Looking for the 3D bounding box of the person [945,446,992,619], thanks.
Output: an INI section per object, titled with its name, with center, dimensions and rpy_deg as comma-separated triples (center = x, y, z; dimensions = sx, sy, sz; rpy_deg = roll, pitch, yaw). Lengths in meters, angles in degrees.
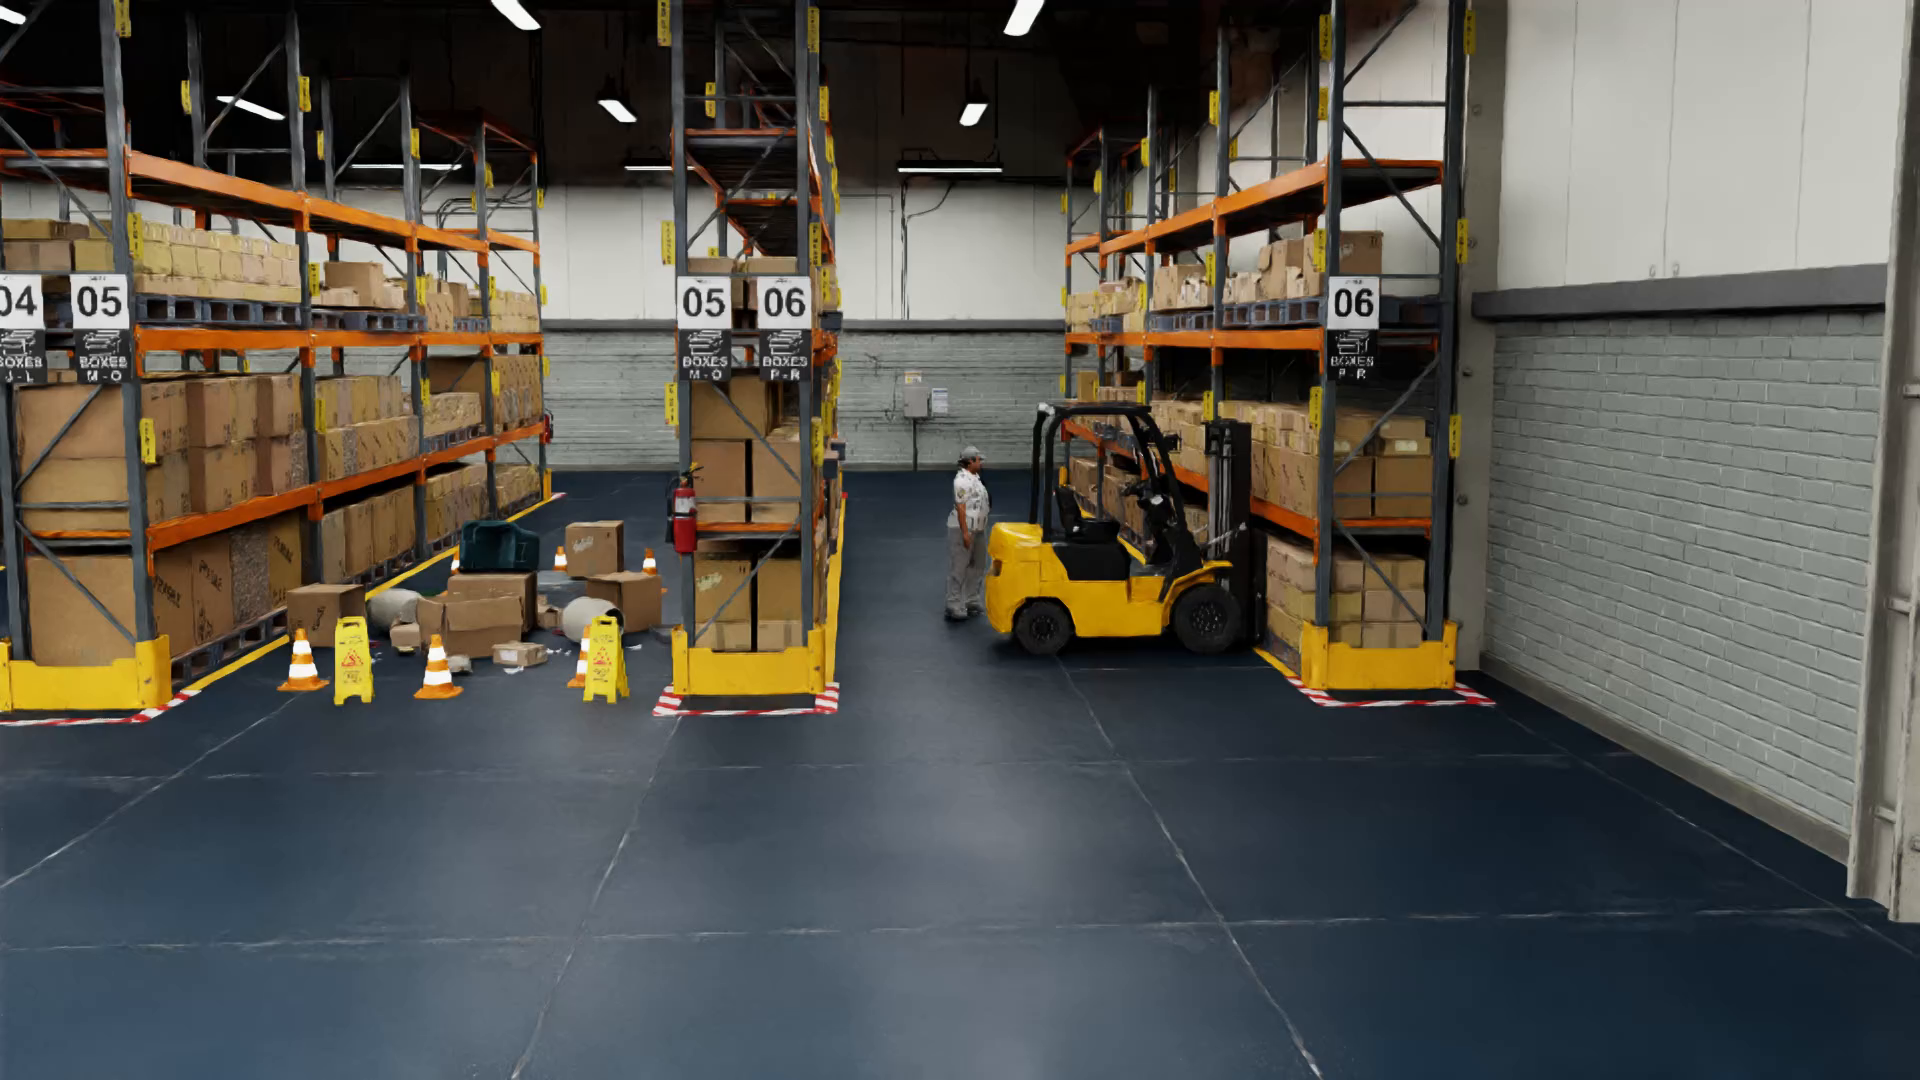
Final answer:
[person]
center = 0.082, -0.081, 16.291
dimensions = 0.410, 1.675, 0.526
rpy_deg = 2, 7, 19
